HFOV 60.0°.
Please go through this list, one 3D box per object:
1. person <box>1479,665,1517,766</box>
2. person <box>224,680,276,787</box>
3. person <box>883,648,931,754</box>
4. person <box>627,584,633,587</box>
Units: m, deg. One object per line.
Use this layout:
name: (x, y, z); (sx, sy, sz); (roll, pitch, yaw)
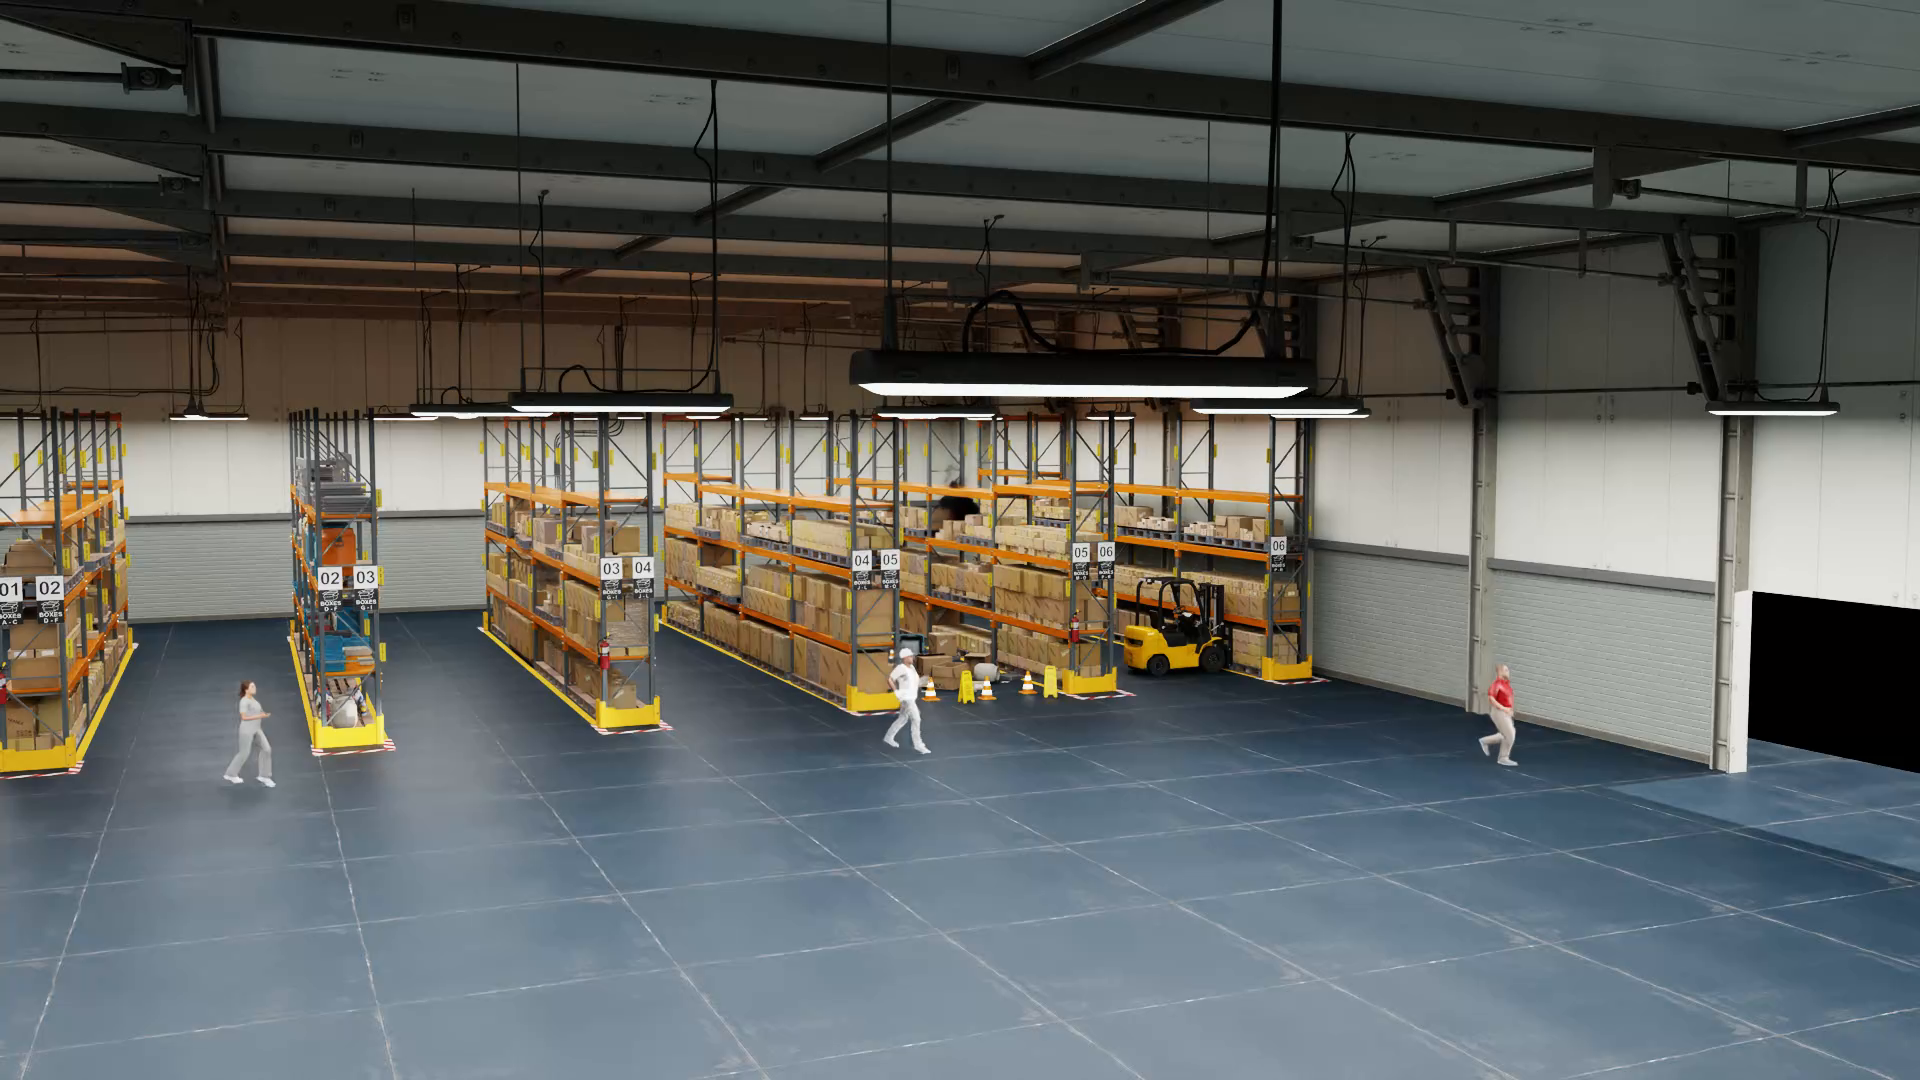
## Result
person: (9.045, 2.923, 27.904); (0.653, 1.682, 0.686); (3, 5, 33)
person: (-11.209, 3.056, 26.167); (0.784, 1.726, 0.551); (0, 4, 4)
person: (-0.921, 2.787, 28.899); (0.897, 1.818, 0.671); (1, 4, 12)
person: (-9.167, 1.739, 46.194); (0.537, 1.545, 0.722); (-1, 4, -20)
